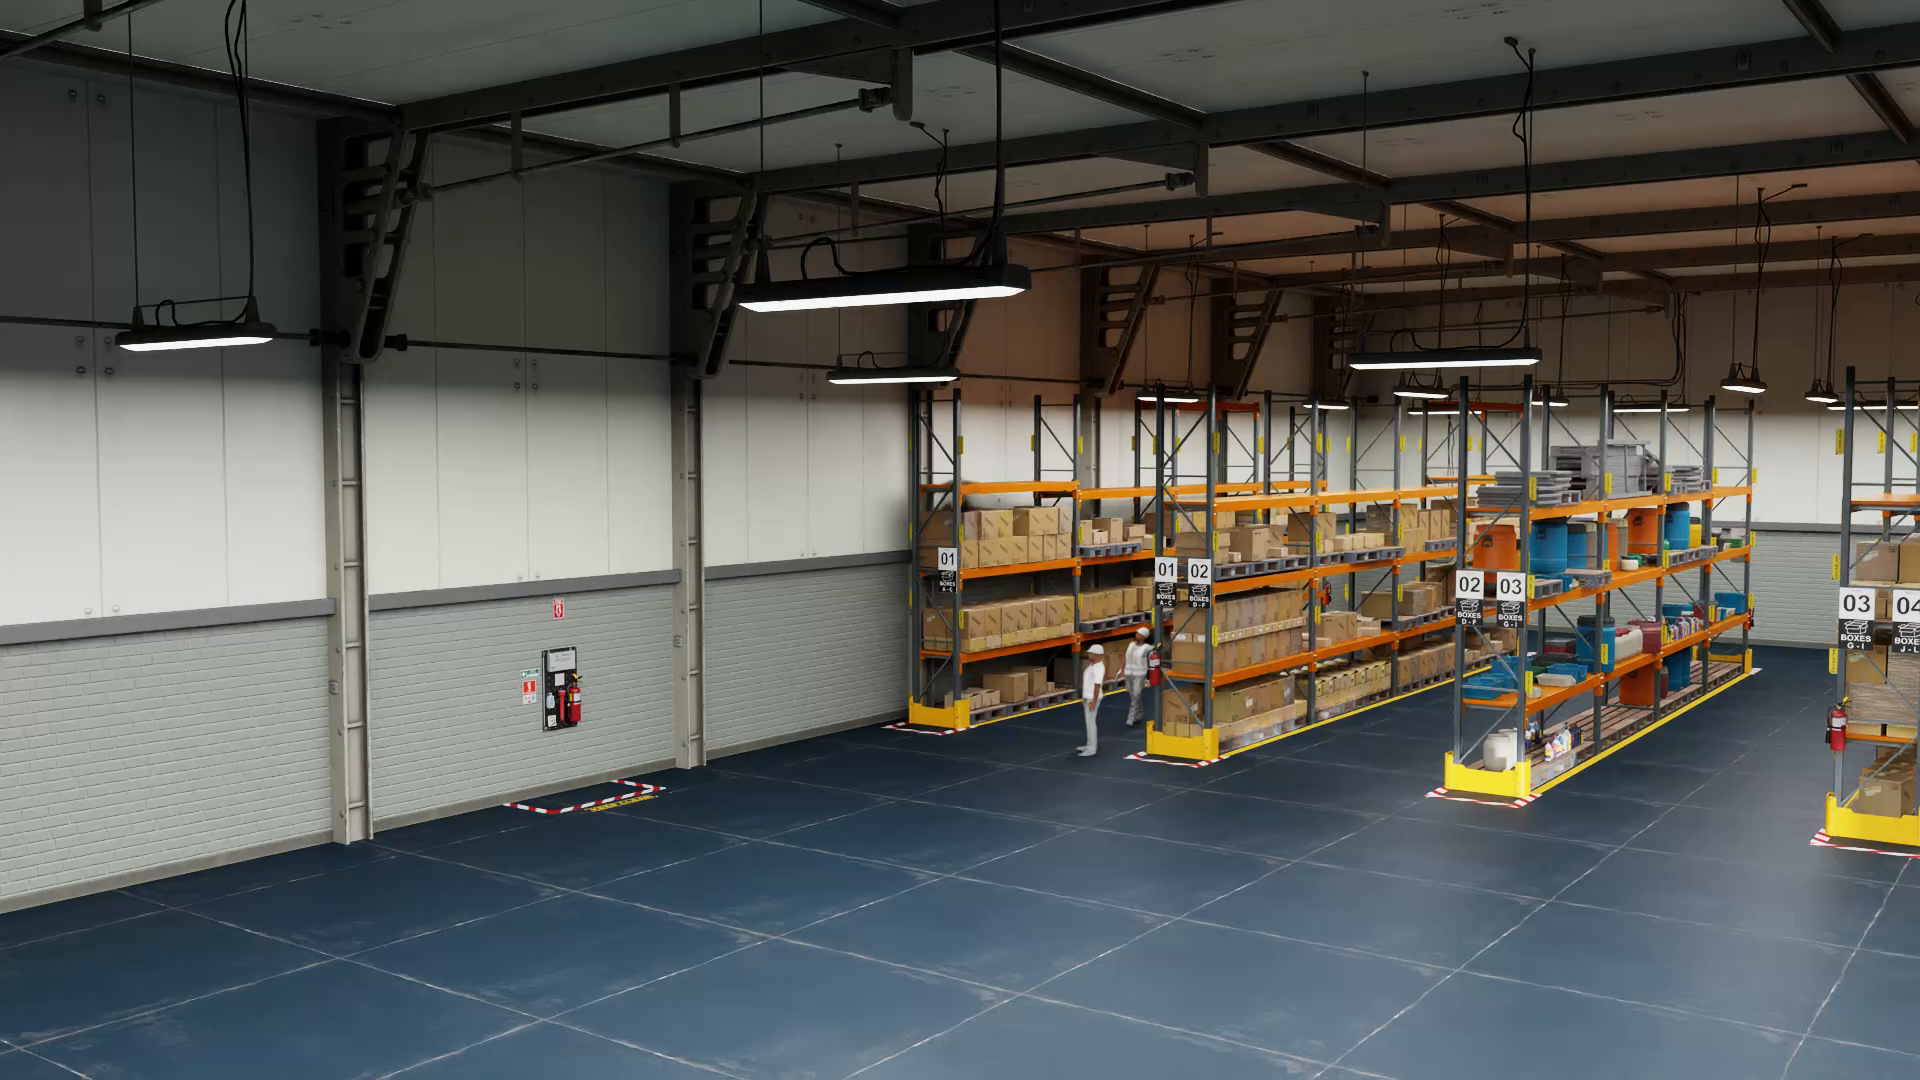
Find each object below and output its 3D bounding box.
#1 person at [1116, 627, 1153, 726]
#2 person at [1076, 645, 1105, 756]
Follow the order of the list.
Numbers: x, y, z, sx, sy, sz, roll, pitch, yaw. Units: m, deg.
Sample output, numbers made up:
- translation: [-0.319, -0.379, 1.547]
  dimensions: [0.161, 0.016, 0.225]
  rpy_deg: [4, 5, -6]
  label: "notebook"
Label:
- translation: [3.126, 2.435, 29.834]
  dimensions: [0.678, 1.730, 0.963]
  rpy_deg: [2, 4, 29]
  label: "person"
- translation: [2.121, 2.588, 27.066]
  dimensions: [0.499, 1.780, 0.615]
  rpy_deg: [0, 3, -8]
  label: "person"
